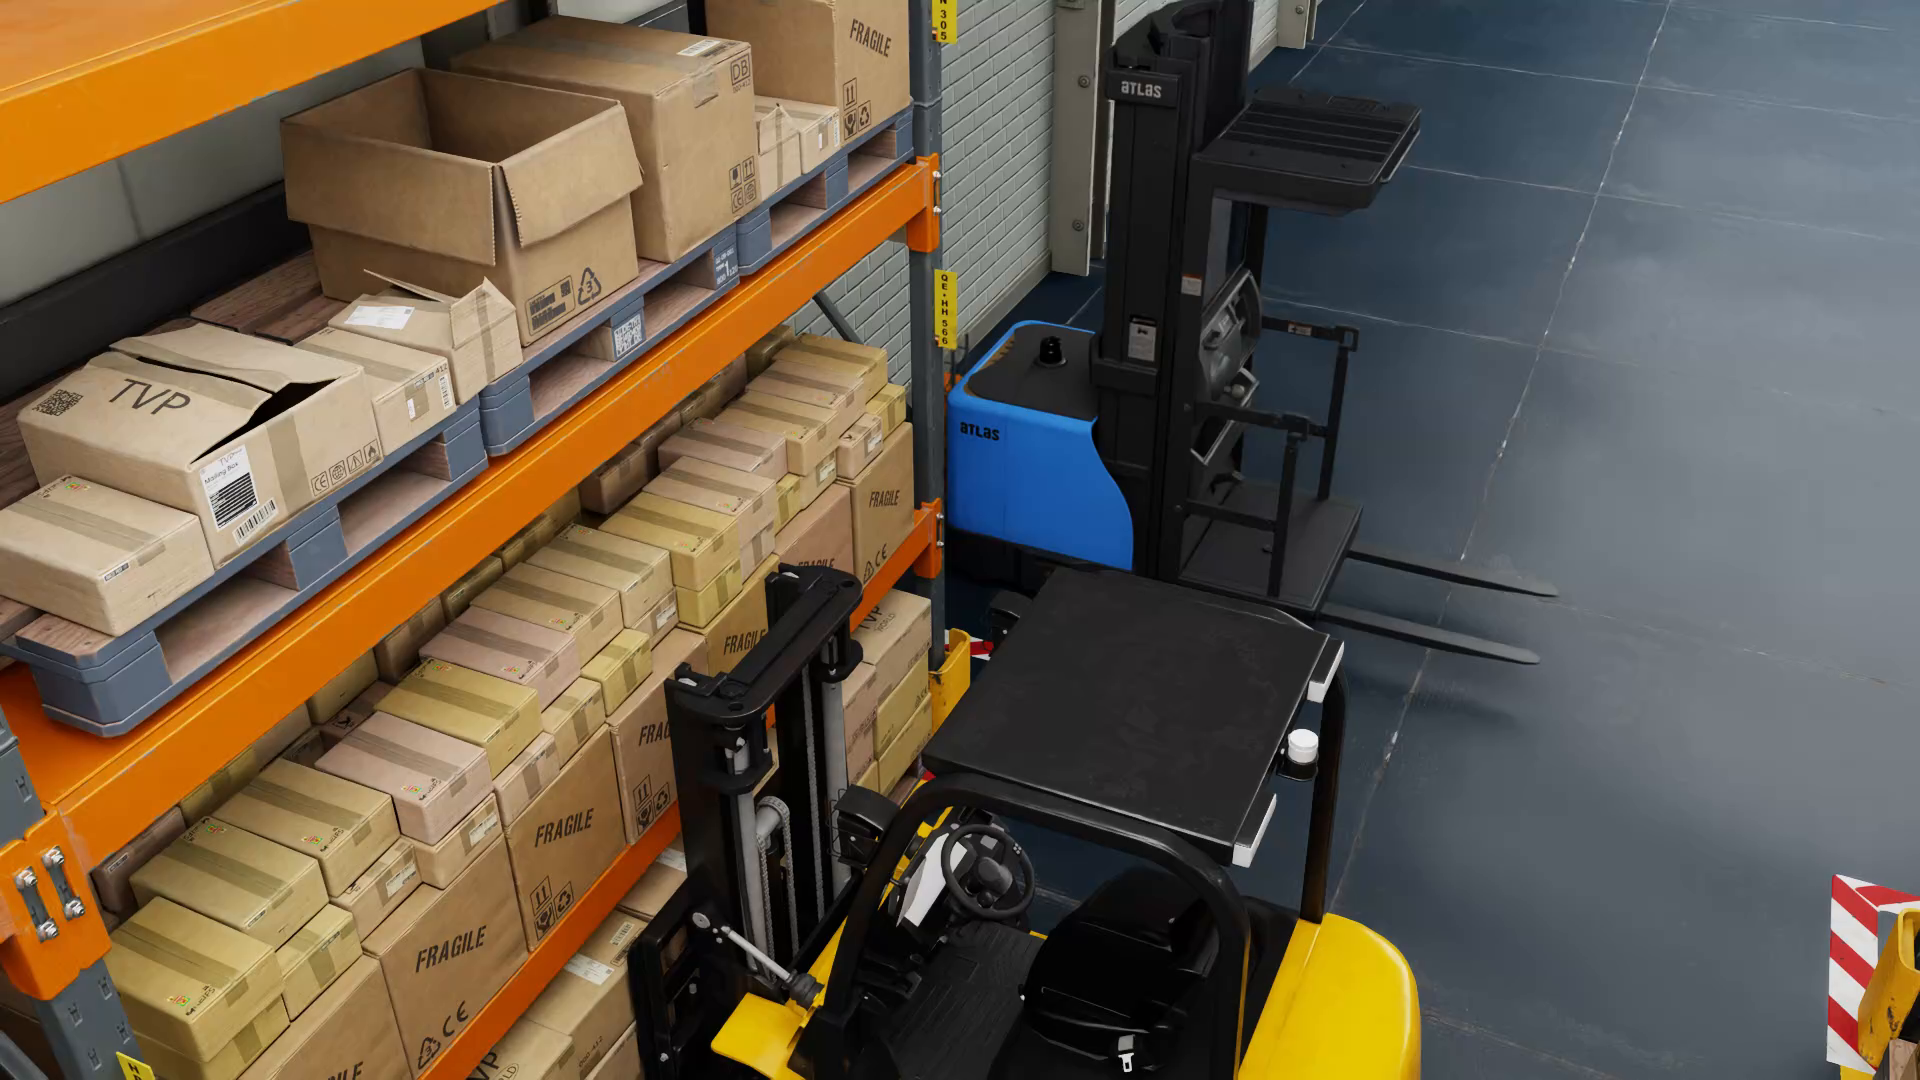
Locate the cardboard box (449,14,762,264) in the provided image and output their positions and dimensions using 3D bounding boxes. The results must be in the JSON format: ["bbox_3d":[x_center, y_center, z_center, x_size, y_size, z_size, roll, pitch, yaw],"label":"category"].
[{"bbox_3d":[-1.028,-1.195,4.905,0.700,0.500,0.500,14,36,21],"label":"cardboard box"}]

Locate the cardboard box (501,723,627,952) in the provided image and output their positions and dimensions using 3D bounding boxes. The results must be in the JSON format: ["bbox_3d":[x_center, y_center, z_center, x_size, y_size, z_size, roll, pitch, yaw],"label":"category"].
[{"bbox_3d":[-1.382,0.828,5.028,0.500,0.500,0.500,14,36,20],"label":"cardboard box"}]

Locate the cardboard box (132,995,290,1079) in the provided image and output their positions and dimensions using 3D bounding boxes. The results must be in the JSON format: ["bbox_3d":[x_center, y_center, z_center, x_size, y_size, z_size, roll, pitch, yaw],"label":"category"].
[{"bbox_3d":[-1.846,1.136,3.968,0.380,0.149,0.250,14,36,20],"label":"cardboard box"}]

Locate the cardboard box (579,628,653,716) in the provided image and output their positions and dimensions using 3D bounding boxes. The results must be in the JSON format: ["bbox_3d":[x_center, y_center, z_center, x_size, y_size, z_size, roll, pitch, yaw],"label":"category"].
[{"bbox_3d":[-1.181,0.370,5.136,0.380,0.149,0.250,13,36,20],"label":"cardboard box"}]

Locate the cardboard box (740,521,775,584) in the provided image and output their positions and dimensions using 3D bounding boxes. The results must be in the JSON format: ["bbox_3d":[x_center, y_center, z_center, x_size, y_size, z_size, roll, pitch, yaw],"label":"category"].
[{"bbox_3d":[-0.863,-0.007,5.711,0.380,0.149,0.250,13,35,19],"label":"cardboard box"}]

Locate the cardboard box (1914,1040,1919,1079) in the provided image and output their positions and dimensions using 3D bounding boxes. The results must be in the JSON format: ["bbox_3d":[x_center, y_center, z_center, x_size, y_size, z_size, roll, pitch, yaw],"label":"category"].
[{"bbox_3d":[3.367,1.703,5.227,0.500,0.500,0.500,13,35,19],"label":"cardboard box"}]

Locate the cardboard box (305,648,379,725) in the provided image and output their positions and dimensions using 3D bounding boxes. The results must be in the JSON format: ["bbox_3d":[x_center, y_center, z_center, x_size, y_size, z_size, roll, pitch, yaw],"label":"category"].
[{"bbox_3d":[-1.944,0.367,4.869,0.380,0.149,0.250,14,36,20],"label":"cardboard box"}]

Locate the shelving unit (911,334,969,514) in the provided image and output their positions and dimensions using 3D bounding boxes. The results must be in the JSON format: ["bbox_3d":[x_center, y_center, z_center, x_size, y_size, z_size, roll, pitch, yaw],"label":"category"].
[{"bbox_3d":[-0.100,-0.532,8.835,0.258,1.200,0.189,13,35,19],"label":"shelving unit"}]

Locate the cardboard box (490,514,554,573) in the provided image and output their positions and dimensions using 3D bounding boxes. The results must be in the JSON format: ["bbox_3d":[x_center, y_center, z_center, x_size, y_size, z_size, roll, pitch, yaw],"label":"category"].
[{"bbox_3d":[-1.553,-0.001,5.430,0.380,0.149,0.250,14,36,21],"label":"cardboard box"}]

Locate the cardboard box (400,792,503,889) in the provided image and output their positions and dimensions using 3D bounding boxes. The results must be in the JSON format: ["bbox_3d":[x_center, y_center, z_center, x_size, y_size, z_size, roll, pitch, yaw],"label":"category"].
[{"bbox_3d":[-1.485,0.764,4.535,0.380,0.149,0.250,15,36,22],"label":"cardboard box"}]

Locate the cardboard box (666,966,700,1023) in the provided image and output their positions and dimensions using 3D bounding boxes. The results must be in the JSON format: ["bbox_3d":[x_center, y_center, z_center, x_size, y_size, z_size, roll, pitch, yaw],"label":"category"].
[{"bbox_3d":[-1.094,1.392,5.929,0.500,0.250,0.500,14,36,20],"label":"cardboard box"}]

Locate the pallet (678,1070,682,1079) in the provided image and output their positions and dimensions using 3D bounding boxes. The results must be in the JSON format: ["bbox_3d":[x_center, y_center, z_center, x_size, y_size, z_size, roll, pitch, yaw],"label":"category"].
[{"bbox_3d":[-1.339,1.717,6.308,1.003,0.211,1.213,14,36,20],"label":"pallet"}]

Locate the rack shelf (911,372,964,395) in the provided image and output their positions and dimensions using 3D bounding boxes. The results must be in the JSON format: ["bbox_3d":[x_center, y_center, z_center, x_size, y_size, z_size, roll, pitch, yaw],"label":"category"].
[{"bbox_3d":[-0.100,-0.796,8.662,0.258,0.103,0.180,13,35,19],"label":"rack shelf"}]

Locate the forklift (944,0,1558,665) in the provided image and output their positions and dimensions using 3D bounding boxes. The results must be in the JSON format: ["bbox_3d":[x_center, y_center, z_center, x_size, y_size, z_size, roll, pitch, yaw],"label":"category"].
[{"bbox_3d":[1.480,-0.963,7.915,3.031,2.935,1.130,14,36,20],"label":"forklift"}]

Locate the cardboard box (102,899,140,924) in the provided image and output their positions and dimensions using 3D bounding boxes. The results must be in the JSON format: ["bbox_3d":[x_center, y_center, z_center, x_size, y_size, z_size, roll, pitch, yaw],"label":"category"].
[{"bbox_3d":[-2.244,0.882,4.355,0.380,0.149,0.250,13,35,19],"label":"cardboard box"}]

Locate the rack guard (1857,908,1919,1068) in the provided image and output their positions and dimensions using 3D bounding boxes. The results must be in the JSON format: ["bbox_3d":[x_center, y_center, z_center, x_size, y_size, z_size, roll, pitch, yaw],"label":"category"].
[{"bbox_3d":[3.933,1.775,5.956,1.175,0.500,0.348,14,36,20],"label":"rack guard"}]

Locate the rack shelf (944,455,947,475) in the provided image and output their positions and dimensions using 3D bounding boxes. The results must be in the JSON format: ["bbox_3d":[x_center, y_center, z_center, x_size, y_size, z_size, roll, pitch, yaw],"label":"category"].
[{"bbox_3d":[-0.100,-0.394,8.925,0.258,0.103,0.180,13,35,19],"label":"rack shelf"}]

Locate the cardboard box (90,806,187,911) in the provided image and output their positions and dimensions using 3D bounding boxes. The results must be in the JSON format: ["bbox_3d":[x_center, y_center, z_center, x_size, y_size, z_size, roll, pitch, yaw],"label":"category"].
[{"bbox_3d":[-2.217,0.766,4.261,0.380,0.149,0.250,13,36,19],"label":"cardboard box"}]

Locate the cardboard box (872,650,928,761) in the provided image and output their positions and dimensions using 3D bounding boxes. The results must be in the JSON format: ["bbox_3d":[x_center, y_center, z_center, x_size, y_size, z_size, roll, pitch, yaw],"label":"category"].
[{"bbox_3d":[-0.465,0.634,7.085,0.500,0.250,0.500,14,36,20],"label":"cardboard box"}]

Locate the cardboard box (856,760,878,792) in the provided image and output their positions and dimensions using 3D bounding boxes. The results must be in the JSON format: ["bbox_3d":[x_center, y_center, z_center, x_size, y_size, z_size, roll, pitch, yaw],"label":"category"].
[{"bbox_3d":[-0.671,1.081,6.859,0.500,0.250,0.500,14,36,20],"label":"cardboard box"}]

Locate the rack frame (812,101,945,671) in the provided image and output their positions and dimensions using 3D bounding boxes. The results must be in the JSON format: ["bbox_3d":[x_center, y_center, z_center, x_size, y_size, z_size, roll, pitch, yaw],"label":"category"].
[{"bbox_3d":[-0.545,-0.445,7.062,1.000,3.000,0.127,14,36,20],"label":"rack frame"}]

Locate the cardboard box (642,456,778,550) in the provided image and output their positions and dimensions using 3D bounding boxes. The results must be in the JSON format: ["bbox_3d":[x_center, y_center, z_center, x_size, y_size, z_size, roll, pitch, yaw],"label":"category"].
[{"bbox_3d":[-0.843,-0.127,5.623,0.380,0.149,0.250,15,36,22],"label":"cardboard box"}]

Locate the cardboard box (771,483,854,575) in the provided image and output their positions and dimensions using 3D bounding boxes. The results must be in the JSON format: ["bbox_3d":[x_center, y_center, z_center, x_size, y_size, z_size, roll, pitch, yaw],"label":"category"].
[{"bbox_3d":[-0.738,0.075,6.178,0.500,0.500,0.500,15,36,22],"label":"cardboard box"}]

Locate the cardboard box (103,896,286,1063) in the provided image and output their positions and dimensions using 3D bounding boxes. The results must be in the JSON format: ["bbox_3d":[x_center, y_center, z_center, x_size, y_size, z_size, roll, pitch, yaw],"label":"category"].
[{"bbox_3d":[-1.816,1.019,3.875,0.380,0.149,0.250,15,36,21],"label":"cardboard box"}]

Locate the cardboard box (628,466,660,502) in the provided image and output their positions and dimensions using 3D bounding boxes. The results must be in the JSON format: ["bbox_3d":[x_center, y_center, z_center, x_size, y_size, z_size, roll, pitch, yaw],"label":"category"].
[{"bbox_3d":[-1.247,-0.267,6.107,0.380,0.149,0.250,13,35,19],"label":"cardboard box"}]

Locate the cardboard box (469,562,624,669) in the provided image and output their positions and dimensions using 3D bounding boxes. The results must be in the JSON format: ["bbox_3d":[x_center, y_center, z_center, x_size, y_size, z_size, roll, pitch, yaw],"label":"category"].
[{"bbox_3d":[-1.261,0.231,5.077,0.380,0.149,0.250,14,36,21],"label":"cardboard box"}]

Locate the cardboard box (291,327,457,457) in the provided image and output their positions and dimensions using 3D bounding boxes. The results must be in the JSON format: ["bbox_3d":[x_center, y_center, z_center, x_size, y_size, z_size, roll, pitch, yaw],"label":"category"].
[{"bbox_3d":[-1.433,-0.356,3.946,0.380,0.149,0.250,15,36,22],"label":"cardboard box"}]

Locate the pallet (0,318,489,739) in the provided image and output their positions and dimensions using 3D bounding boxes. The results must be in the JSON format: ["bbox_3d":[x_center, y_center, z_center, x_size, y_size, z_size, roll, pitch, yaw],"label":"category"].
[{"bbox_3d":[-1.885,-0.101,3.882,1.003,0.211,1.213,14,36,20],"label":"pallet"}]

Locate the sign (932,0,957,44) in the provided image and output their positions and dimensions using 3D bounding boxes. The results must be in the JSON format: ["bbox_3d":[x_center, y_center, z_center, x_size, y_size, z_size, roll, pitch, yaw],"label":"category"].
[{"bbox_3d":[-0.058,-1.905,5.818,0.100,0.325,0.005,14,36,20],"label":"sign"}]

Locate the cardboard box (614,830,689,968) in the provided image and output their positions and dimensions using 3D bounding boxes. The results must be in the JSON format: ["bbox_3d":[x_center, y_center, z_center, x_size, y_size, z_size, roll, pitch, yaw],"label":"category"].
[{"bbox_3d":[-1.084,1.172,5.809,0.500,0.250,0.500,13,36,20],"label":"cardboard box"}]

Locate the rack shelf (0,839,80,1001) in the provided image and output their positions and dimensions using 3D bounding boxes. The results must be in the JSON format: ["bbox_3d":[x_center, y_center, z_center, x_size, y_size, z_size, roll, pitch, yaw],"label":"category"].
[{"bbox_3d":[-3.055,1.590,1.879,1.077,0.370,4.000,14,36,20],"label":"rack shelf"}]

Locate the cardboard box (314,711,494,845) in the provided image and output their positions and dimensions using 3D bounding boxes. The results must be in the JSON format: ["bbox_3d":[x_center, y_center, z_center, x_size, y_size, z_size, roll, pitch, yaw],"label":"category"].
[{"bbox_3d":[-1.489,0.634,4.462,0.380,0.149,0.250,15,36,22],"label":"cardboard box"}]

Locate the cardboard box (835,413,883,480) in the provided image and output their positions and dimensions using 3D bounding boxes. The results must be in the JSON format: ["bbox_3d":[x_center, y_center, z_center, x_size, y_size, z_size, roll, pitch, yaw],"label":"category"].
[{"bbox_3d":[-0.516,-0.387,6.291,0.380,0.149,0.250,15,36,21],"label":"cardboard box"}]

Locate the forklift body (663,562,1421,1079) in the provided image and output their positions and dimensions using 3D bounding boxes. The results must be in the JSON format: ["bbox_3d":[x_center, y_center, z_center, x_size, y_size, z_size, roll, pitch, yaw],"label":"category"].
[{"bbox_3d":[0.319,1.273,5.216,2.313,2.155,1.214,14,36,20],"label":"forklift body"}]

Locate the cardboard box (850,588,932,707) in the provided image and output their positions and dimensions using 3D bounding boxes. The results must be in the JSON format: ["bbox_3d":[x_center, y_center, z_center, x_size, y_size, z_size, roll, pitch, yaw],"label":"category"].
[{"bbox_3d":[-0.454,0.412,6.968,0.500,0.250,0.500,15,36,22],"label":"cardboard box"}]

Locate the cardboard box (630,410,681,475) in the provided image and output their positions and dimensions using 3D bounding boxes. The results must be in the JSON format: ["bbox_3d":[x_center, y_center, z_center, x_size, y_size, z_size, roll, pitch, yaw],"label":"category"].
[{"bbox_3d":[-1.234,-0.387,6.019,0.380,0.149,0.250,14,36,21],"label":"cardboard box"}]

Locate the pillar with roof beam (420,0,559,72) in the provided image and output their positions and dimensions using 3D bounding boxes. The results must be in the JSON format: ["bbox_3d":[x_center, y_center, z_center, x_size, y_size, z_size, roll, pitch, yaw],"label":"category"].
[{"bbox_3d":[2.255,-1.826,3.697,9.100,9.000,0.400,14,36,20],"label":"pillar with roof beam"}]

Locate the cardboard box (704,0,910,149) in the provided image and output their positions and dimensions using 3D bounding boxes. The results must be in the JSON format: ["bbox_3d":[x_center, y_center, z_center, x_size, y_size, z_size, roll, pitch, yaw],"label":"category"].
[{"bbox_3d":[-0.509,-1.682,5.648,0.500,0.500,0.500,15,36,22],"label":"cardboard box"}]

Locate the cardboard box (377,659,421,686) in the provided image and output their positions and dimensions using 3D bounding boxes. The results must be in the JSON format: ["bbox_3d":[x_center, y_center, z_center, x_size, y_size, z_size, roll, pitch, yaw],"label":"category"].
[{"bbox_3d":[-1.781,0.371,5.134,0.380,0.149,0.250,14,36,20],"label":"cardboard box"}]

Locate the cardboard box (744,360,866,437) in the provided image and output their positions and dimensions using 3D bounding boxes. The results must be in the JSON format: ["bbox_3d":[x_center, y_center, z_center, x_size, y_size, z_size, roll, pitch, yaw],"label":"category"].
[{"bbox_3d":[-0.579,-0.526,6.231,0.380,0.149,0.250,14,36,21],"label":"cardboard box"}]

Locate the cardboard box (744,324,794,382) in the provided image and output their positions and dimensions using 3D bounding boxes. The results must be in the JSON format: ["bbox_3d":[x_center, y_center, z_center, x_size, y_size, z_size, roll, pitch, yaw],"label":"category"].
[{"bbox_3d":[-0.880,-0.764,6.595,0.380,0.149,0.250,13,36,20],"label":"cardboard box"}]
